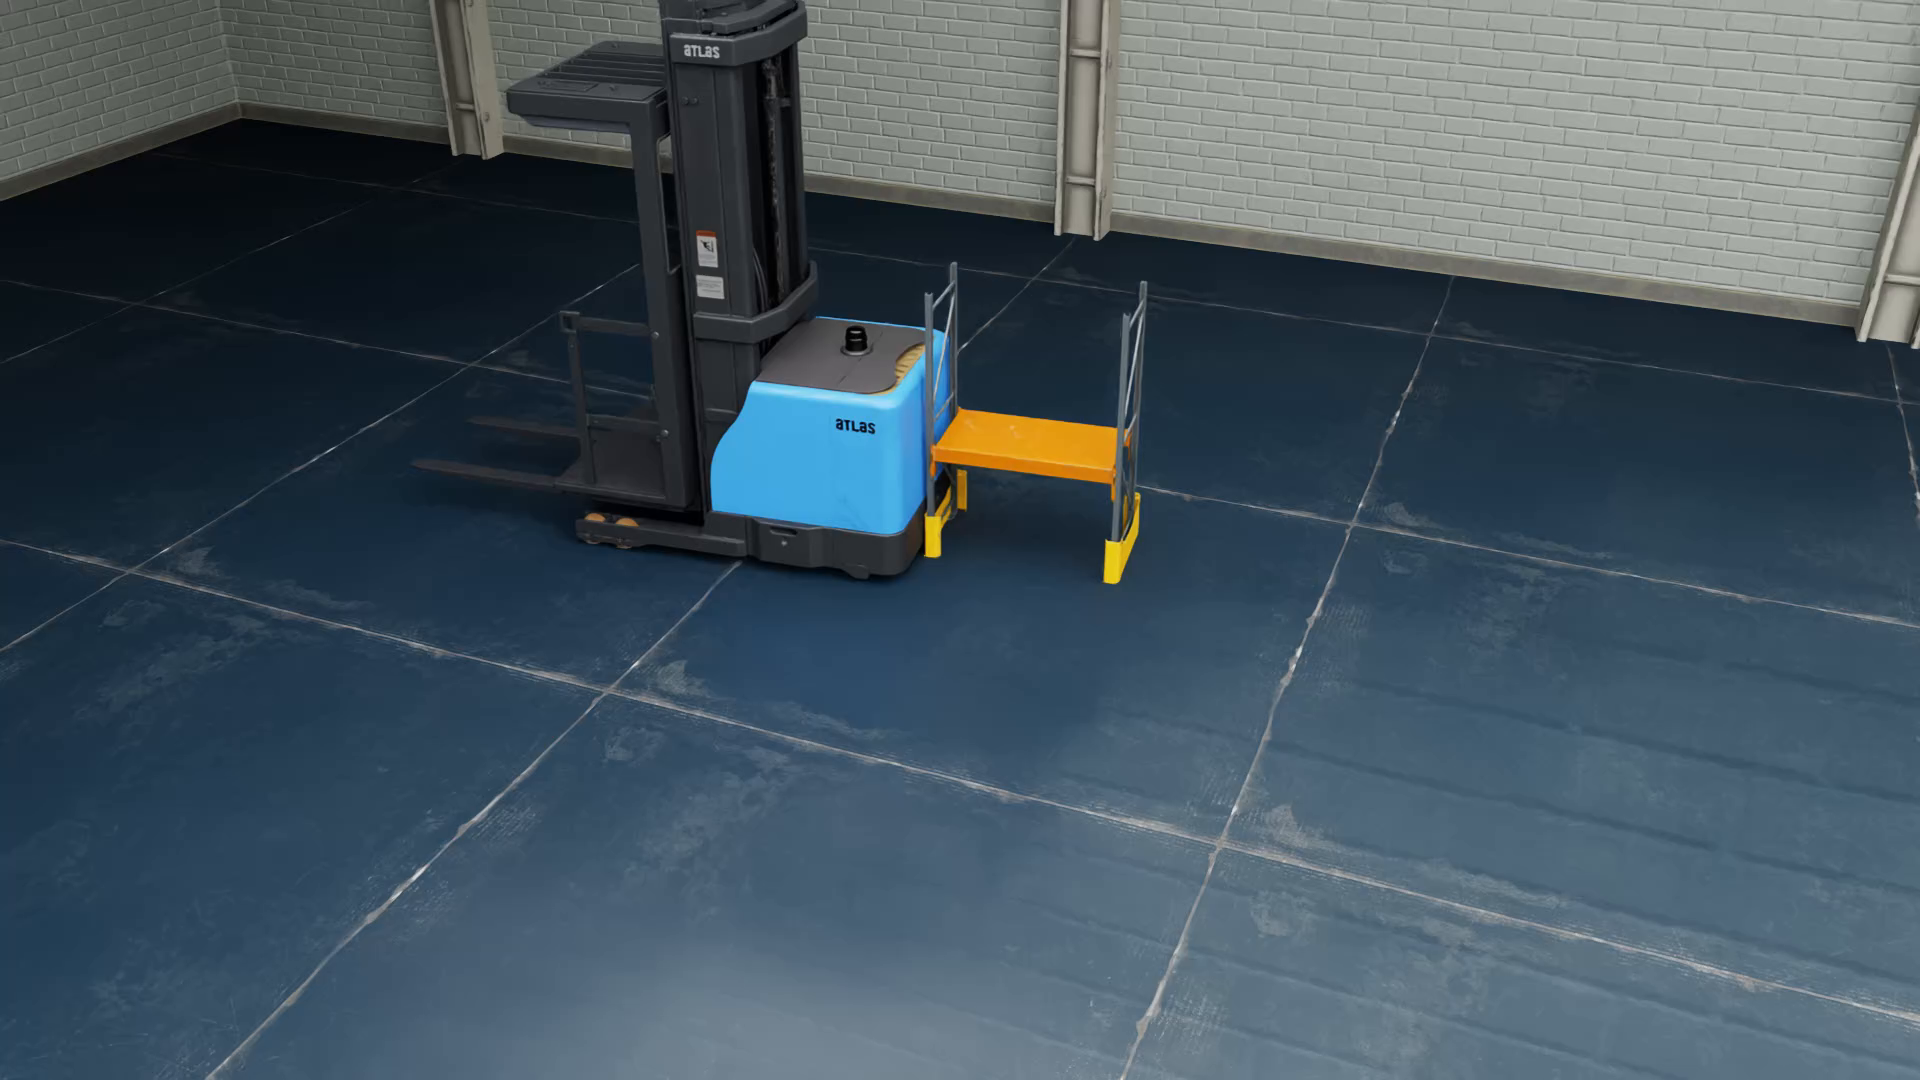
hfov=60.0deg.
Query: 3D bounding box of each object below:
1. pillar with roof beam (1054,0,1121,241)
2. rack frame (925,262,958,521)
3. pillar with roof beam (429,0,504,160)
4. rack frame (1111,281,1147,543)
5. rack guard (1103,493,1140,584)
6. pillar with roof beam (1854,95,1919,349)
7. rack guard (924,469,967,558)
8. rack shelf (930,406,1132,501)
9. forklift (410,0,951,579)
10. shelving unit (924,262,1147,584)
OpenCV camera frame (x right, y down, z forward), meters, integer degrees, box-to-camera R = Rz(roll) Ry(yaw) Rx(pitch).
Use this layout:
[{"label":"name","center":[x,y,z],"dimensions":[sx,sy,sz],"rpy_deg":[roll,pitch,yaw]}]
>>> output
[{"label":"pillar with roof beam","center":[-0.606,-4.504,8.073],"dimensions":[0.400,9.000,9.100],"rpy_deg":[11,31,19]},{"label":"rack frame","center":[-0.096,-0.699,8.962],"dimensions":[0.032,1.500,0.500],"rpy_deg":[8,30,14]},{"label":"pillar with roof beam","center":[-6.166,-5.614,10.037],"dimensions":[0.400,9.000,9.100],"rpy_deg":[11,31,19]},{"label":"rack frame","center":[0.881,-0.560,8.717],"dimensions":[0.032,1.500,0.500],"rpy_deg":[8,30,14]},{"label":"rack guard","center":[0.880,-0.016,9.025],"dimensions":[0.087,0.250,0.587],"rpy_deg":[8,30,14]},{"label":"pillar with roof beam","center":[4.953,-3.394,6.109],"dimensions":[0.400,9.000,9.100],"rpy_deg":[11,31,19]},{"label":"rack guard","center":[-0.077,-0.152,9.265],"dimensions":[0.087,0.250,0.587],"rpy_deg":[8,30,14]},{"label":"rack shelf","center":[0.393,-0.473,8.928],"dimensions":[1.000,0.185,0.538],"rpy_deg":[8,30,14]},{"label":"forklift","center":[-1.619,-1.467,8.866],"dimensions":[3.031,2.935,1.130],"rpy_deg":[8,30,14]},{"label":"shelving unit","center":[0.401,-0.628,8.837],"dimensions":[1.083,1.500,0.587],"rpy_deg":[8,30,14]}]
